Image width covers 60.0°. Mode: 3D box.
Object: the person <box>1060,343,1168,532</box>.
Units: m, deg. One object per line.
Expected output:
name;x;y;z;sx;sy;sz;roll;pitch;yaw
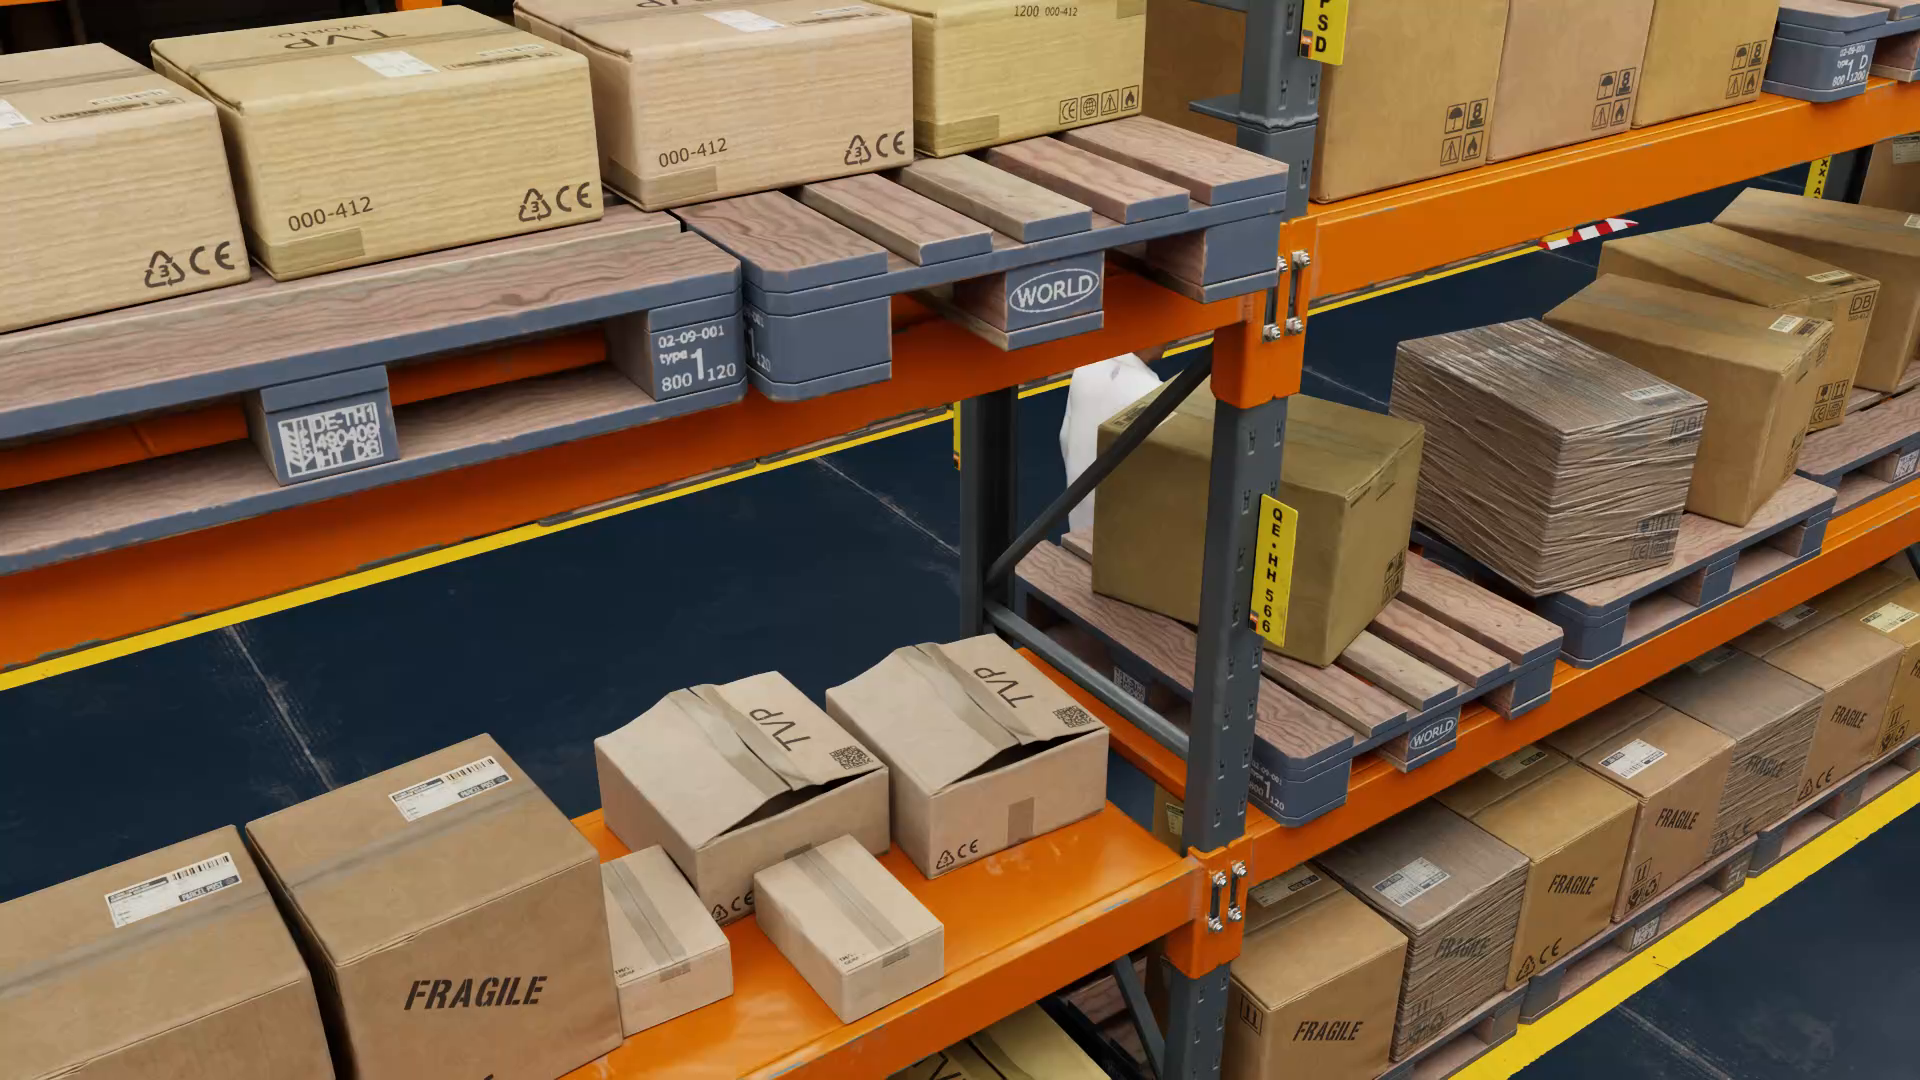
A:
person;0.623;-0.061;6.252;0.421;1.774;0.642;-19;33;-31
